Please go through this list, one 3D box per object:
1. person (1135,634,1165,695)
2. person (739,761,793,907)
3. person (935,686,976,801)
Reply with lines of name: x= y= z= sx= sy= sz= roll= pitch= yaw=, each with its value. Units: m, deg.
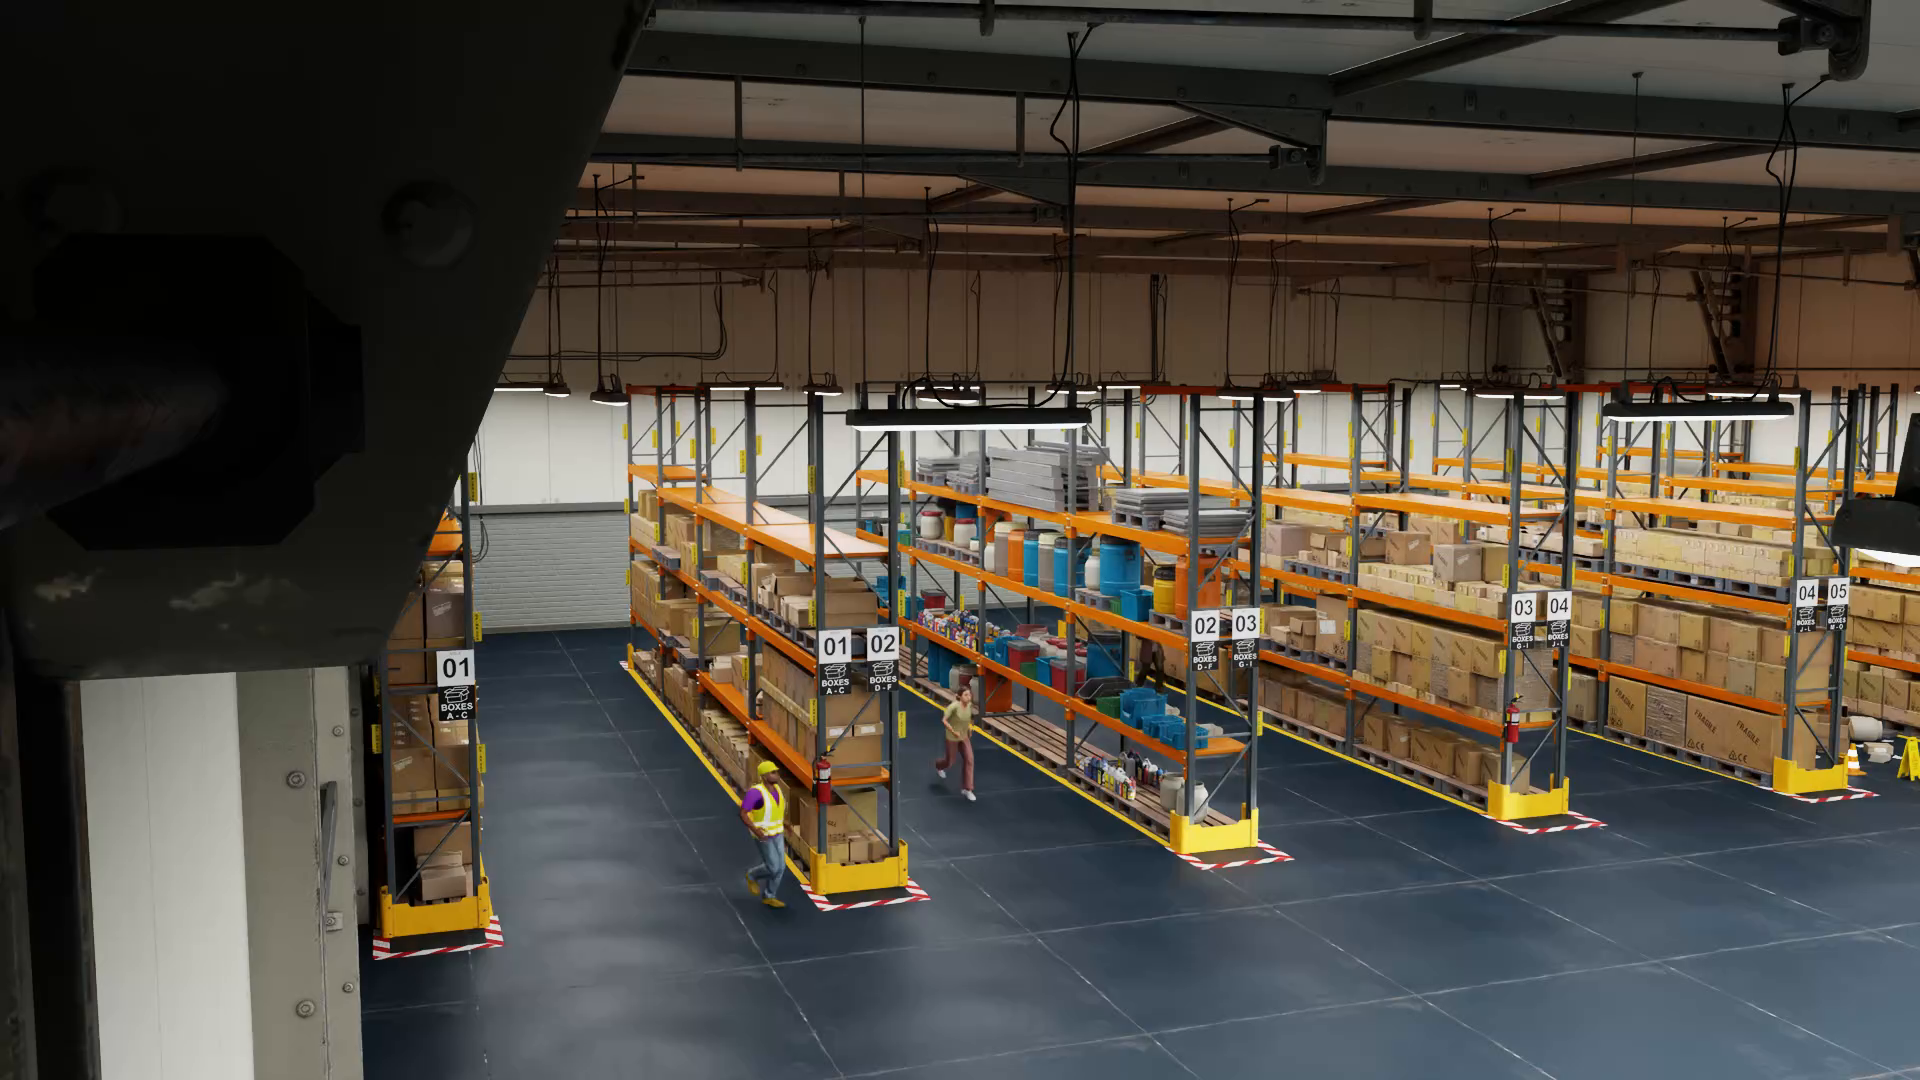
person: x=3.659 y=2.139 z=31.904 sx=0.697 sy=1.828 sz=0.876 roll=-3 pitch=6 yaw=-23
person: x=-2.294 y=3.457 z=19.598 sx=0.561 sy=1.732 sz=0.694 roll=4 pitch=7 yaw=34
person: x=-0.059 y=2.972 z=24.771 sx=0.579 sy=1.658 sz=1.059 roll=-4 pitch=7 yaw=-33
